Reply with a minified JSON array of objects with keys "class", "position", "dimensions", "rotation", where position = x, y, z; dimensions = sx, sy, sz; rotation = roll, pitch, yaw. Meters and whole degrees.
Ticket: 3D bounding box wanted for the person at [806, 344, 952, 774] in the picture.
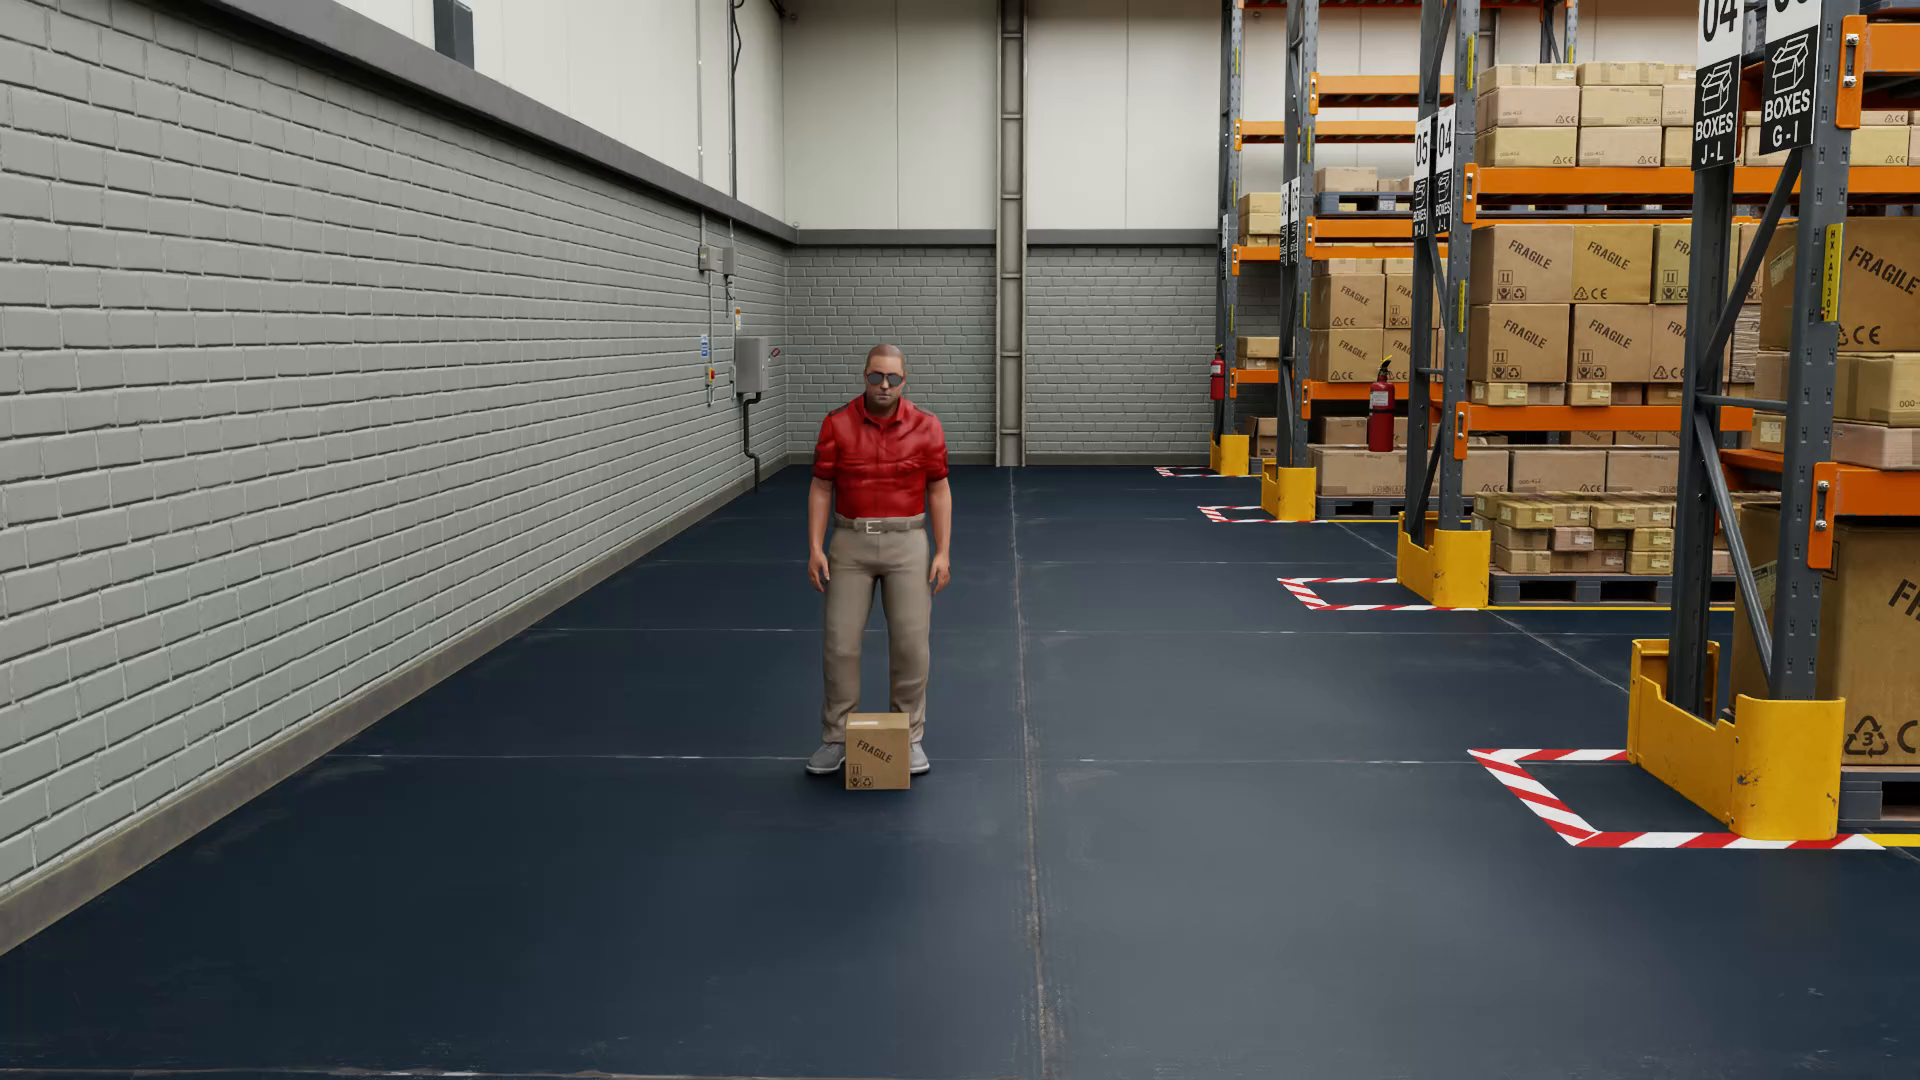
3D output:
[{"class":"person","position":[-0.330,0.071,6.758],"dimensions":[0.595,1.725,0.393],"rotation":[0,7,-2]}]
